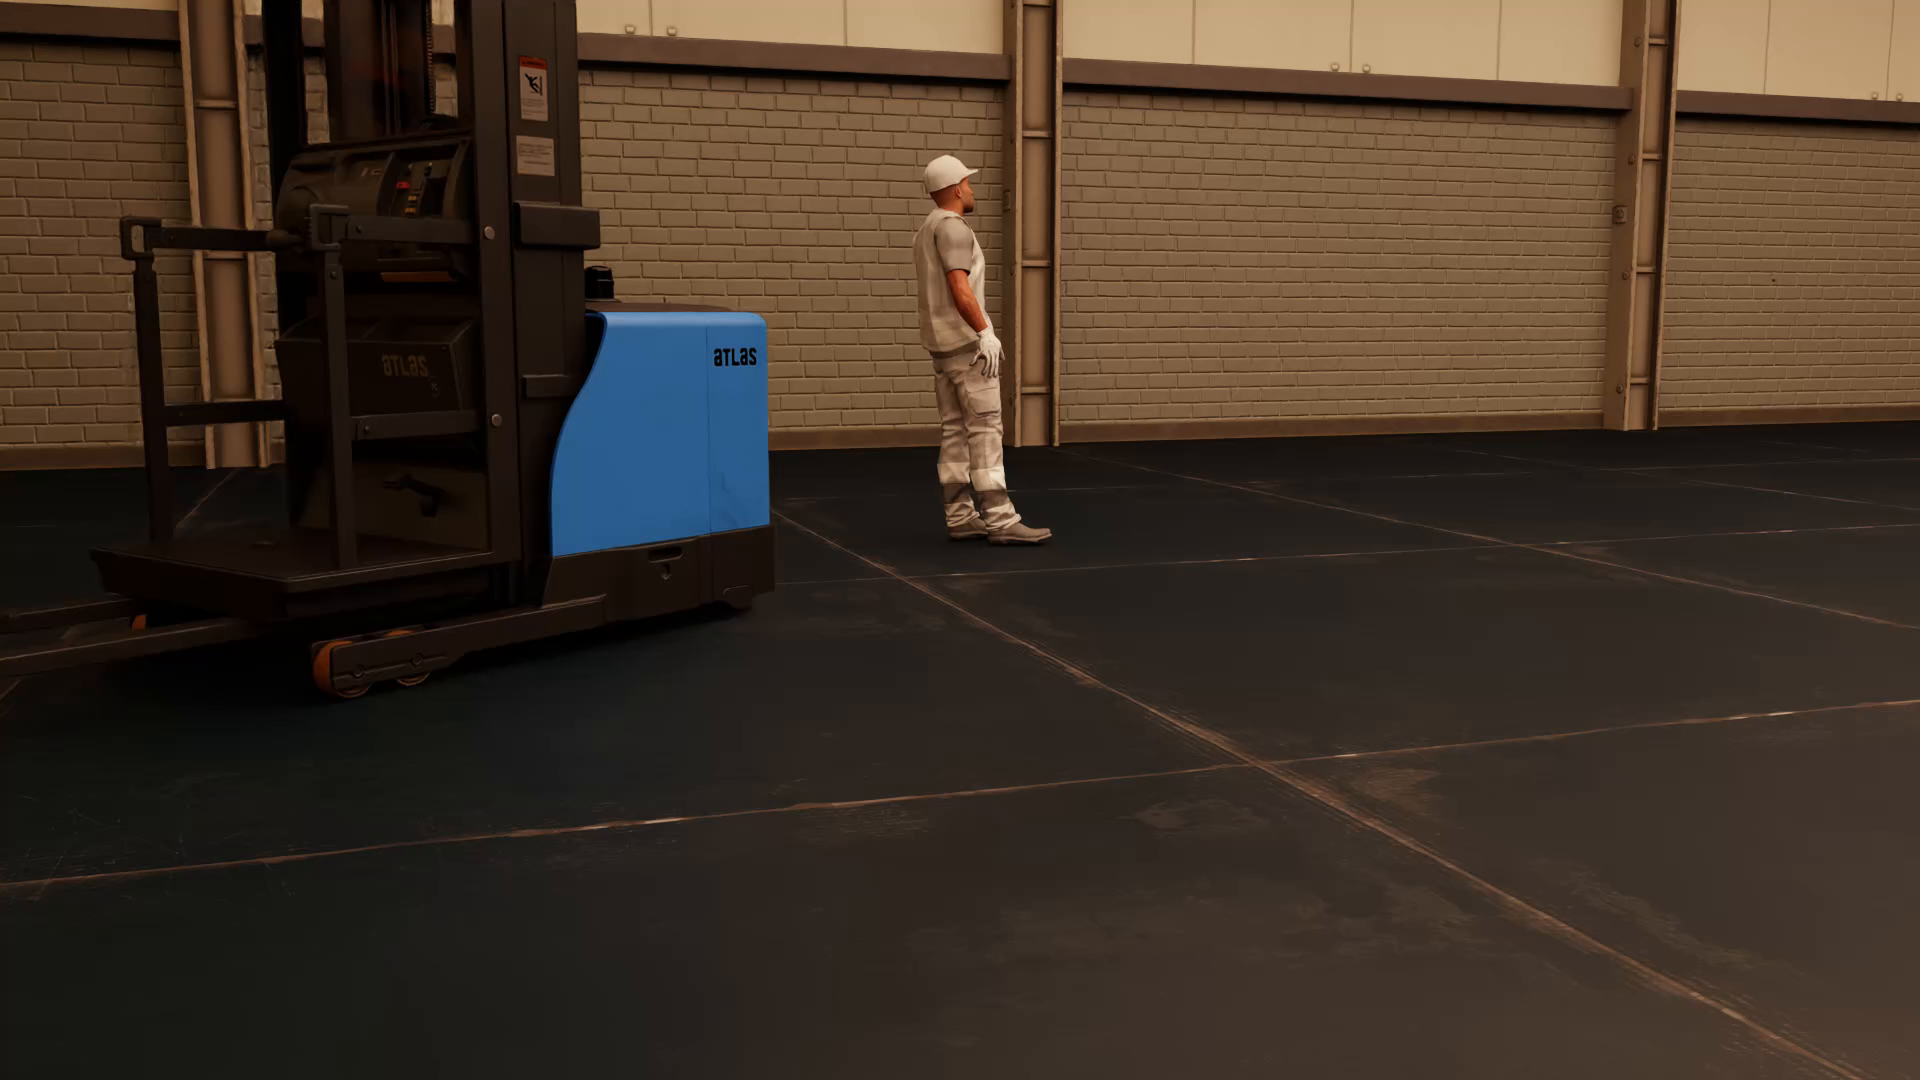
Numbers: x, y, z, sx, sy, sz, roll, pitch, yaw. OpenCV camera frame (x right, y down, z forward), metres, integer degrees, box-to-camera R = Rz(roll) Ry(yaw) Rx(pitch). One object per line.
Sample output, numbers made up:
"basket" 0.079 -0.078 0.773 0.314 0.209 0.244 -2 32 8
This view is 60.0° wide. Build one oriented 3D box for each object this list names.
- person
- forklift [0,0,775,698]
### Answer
"person" 0.080 -0.896 7.816 0.564 1.787 0.637 -3 8 -18
"forklift" -1.958 -1.082 5.003 1.130 2.935 3.031 6 10 36
